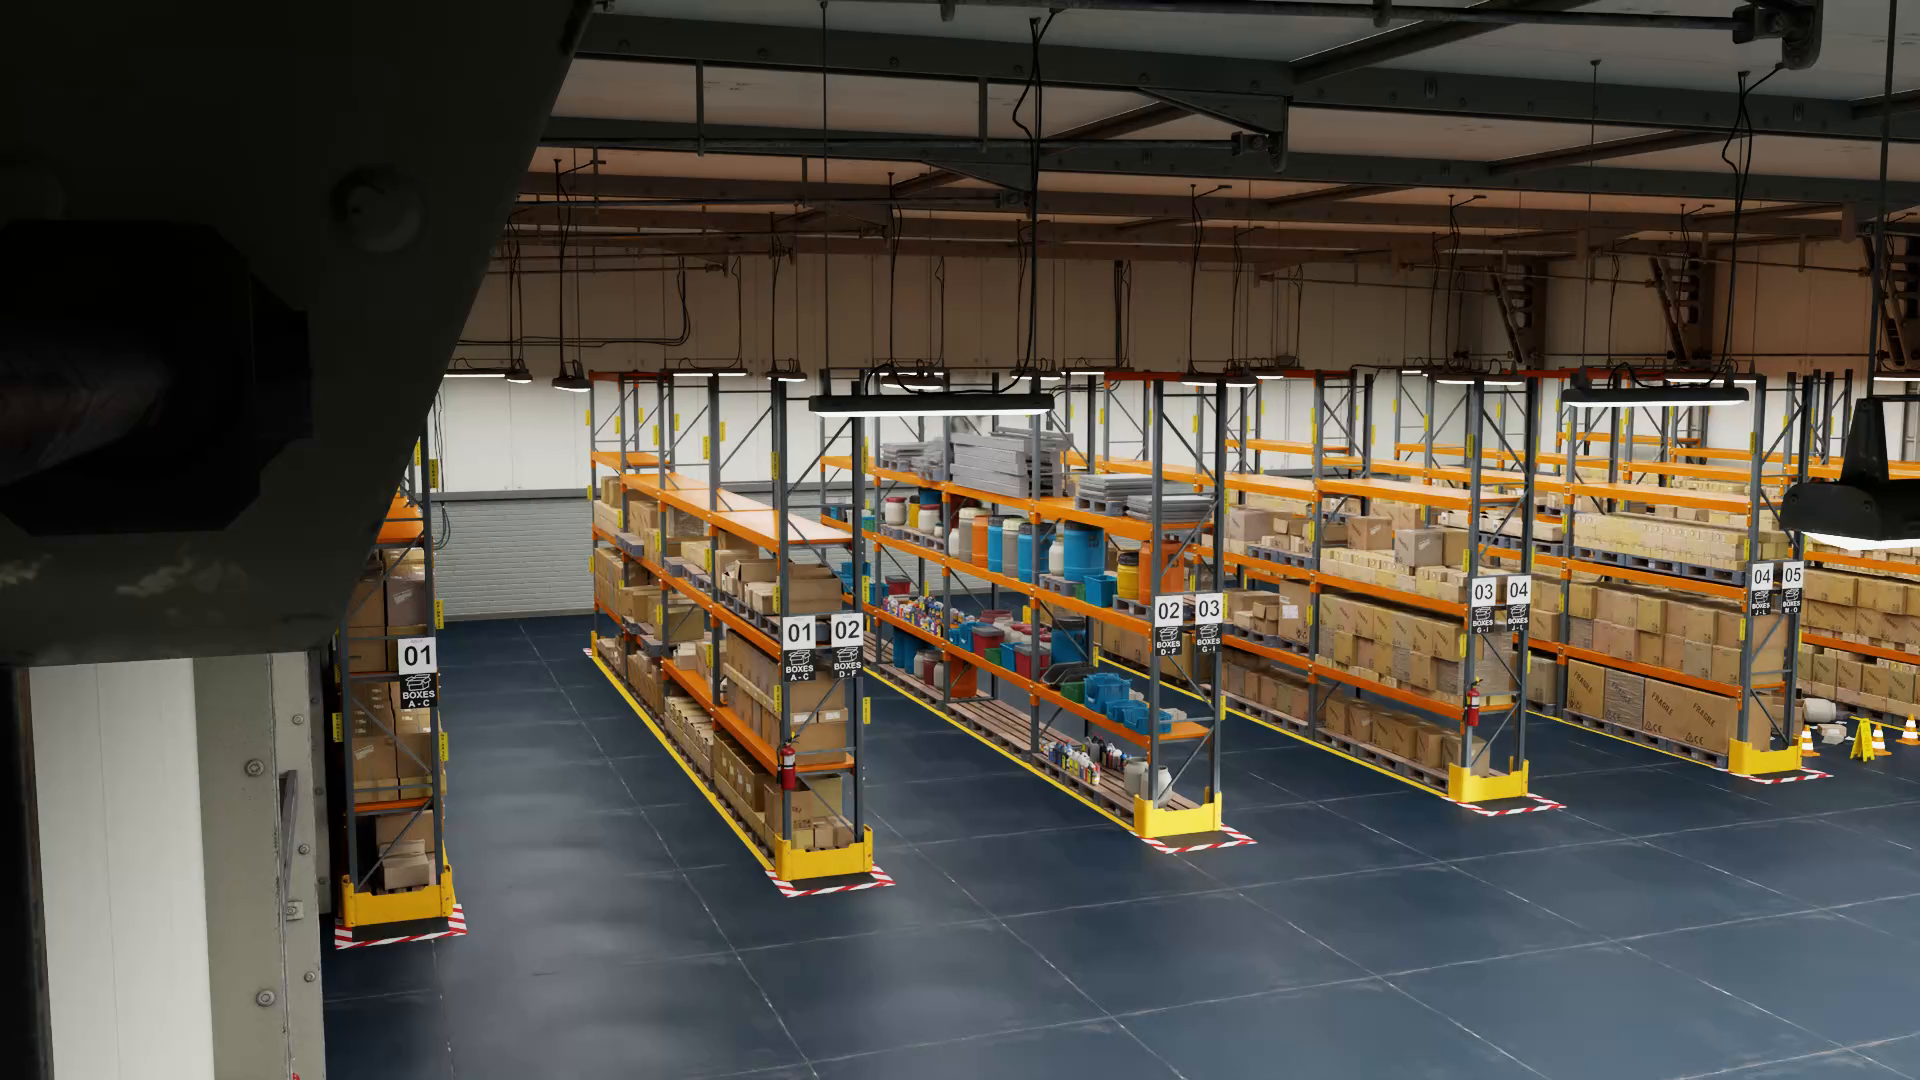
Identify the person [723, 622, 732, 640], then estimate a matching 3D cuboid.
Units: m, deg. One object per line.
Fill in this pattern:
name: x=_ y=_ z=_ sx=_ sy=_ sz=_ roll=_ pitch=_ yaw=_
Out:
person: x=-4.794 y=1.651 z=34.302 sx=0.671 sy=1.730 sz=0.618 roll=-3 pitch=7 yaw=-27
